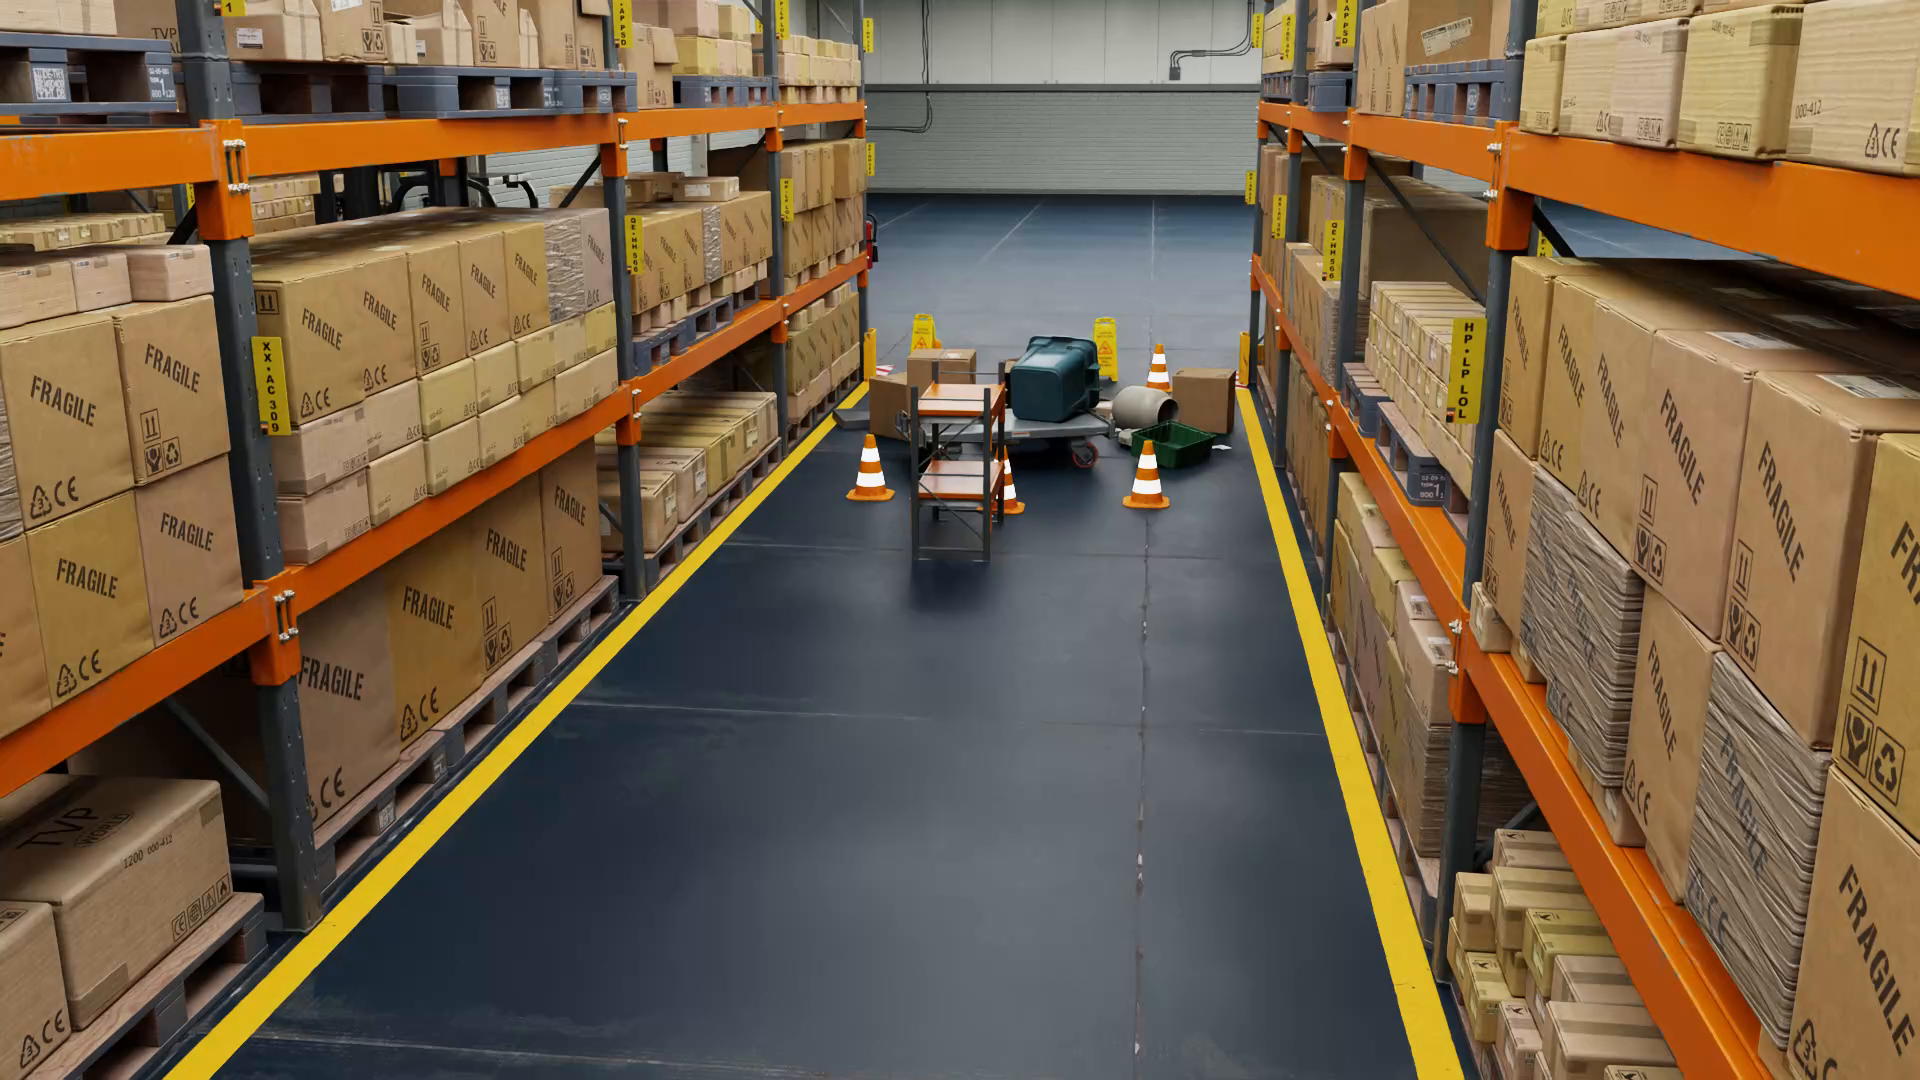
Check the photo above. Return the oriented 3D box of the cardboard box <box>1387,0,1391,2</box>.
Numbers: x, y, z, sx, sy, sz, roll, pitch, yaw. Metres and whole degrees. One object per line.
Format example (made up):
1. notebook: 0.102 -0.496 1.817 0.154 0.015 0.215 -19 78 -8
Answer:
1. cardboard box: 2.184 -2.618 7.694 0.396 0.266 0.258 2 15 6

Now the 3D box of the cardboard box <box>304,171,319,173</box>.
1. cardboard box: -6.648 -3.747 17.269 0.380 0.149 0.250 1 15 5

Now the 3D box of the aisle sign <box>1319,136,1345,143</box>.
1. aisle sign: 3.770 -4.323 16.421 0.394 0.787 0.004 2 15 6

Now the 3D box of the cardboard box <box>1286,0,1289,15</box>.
1. cardboard box: 2.795 -4.218 13.226 0.380 0.149 0.250 2 15 6

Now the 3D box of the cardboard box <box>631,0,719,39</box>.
1. cardboard box: -1.949 -3.540 11.287 0.500 0.250 0.500 2 15 7

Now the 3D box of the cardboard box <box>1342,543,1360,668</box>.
1. cardboard box: 2.175 0.327 8.190 0.500 0.500 0.500 2 15 7

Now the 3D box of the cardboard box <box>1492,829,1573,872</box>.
1. cardboard box: 1.866 1.024 5.147 0.380 0.149 0.250 2 15 9

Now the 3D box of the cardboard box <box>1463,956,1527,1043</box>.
1. cardboard box: 1.720 1.382 4.963 0.380 0.149 0.250 2 15 8

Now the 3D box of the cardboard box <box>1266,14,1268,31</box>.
1. cardboard box: 3.081 -4.879 15.668 0.380 0.149 0.250 2 15 7

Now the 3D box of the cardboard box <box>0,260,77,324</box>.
1. cardboard box: -2.713 -0.691 4.620 0.380 0.149 0.250 2 15 6

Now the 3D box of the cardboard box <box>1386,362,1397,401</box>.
1. cardboard box: 2.221 -0.745 7.847 0.380 0.149 0.250 2 15 9

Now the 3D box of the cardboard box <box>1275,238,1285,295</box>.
1. cardboard box: 3.082 -2.332 13.754 0.875 0.550 0.550 2 15 6

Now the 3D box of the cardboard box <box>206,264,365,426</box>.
1. cardboard box: -2.484 -0.702 5.904 0.500 0.500 0.500 2 15 7

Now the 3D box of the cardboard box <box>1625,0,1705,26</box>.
1. cardboard box: 1.686 -1.186 3.384 0.500 0.250 0.500 2 15 7

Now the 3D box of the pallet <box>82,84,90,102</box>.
1. pallet: -6.936 -3.412 12.654 0.805 0.209 1.217 1 15 4

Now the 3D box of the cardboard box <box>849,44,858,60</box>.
1. cardboard box: -1.210 -4.793 16.348 0.380 0.149 0.250 2 15 7

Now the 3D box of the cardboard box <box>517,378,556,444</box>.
1. cardboard box: -2.282 -0.628 8.027 0.500 0.250 0.500 2 15 6

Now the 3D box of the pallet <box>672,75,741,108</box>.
1. pallet: -2.206 -3.071 11.388 1.213 0.211 1.003 2 15 6

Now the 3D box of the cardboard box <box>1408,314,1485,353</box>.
1. cardboard box: 2.170 -0.897 7.269 0.380 0.149 0.250 2 15 8

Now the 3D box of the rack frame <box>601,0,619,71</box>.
1. rack frame: -2.368 -3.999 8.711 1.000 3.000 0.127 2 15 6

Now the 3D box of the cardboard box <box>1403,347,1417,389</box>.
1. cardboard box: 2.164 -0.755 7.314 0.380 0.149 0.250 2 15 6

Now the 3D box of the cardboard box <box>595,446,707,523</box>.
1. cardboard box: -2.219 -0.375 11.031 0.950 0.372 0.625 1 15 5

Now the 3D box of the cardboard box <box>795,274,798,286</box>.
1. cardboard box: -1.586 -2.228 14.137 0.380 0.149 0.250 2 15 6

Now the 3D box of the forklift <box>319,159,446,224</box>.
1. forklift: -4.762 -2.206 13.706 1.130 2.935 3.031 -14 21 -43

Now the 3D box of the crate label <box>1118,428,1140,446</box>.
1. crate label: 1.496 -0.859 14.078 0.298 0.136 0.250 -10 18 -32

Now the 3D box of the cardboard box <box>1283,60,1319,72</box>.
1. cardboard box: 2.792 -3.835 13.336 0.380 0.149 0.250 2 15 7

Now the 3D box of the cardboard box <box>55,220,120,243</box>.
1. cardboard box: -6.656 -2.350 12.673 0.380 0.149 0.250 1 15 5

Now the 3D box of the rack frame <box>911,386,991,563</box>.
1. rack frame: -0.058 -0.409 10.521 0.500 1.125 0.032 2 15 6

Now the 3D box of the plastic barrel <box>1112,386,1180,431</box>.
1. plastic barrel: 1.617 -1.116 14.480 0.421 0.421 0.512 -14 20 -42

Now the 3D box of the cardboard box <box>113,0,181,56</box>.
1. cardboard box: -2.929 -1.908 6.091 0.500 0.311 0.500 2 15 6

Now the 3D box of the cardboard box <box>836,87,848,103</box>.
1. cardboard box: -1.287 -4.270 15.942 0.380 0.149 0.250 2 15 8

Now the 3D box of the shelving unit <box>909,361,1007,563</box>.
1. shelving unit: -0.001 -0.541 11.009 0.538 1.125 1.048 2 15 6

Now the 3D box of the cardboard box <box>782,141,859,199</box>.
1. cardboard box: -1.326 -3.447 15.486 0.700 0.500 0.500 2 15 6

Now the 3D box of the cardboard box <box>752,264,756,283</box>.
1. cardboard box: -1.748 -2.012 12.534 0.380 0.149 0.250 1 15 5

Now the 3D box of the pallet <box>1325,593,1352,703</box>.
1. pallet: 2.472 0.566 8.666 1.003 0.211 1.213 2 15 6

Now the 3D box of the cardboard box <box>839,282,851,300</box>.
1. cardboard box: -1.271 -2.415 16.132 0.380 0.149 0.250 2 15 8

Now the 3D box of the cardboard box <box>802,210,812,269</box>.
1. cardboard box: -1.557 -2.569 14.154 0.500 0.500 0.500 2 15 6

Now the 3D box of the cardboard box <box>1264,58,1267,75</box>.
1. cardboard box: 3.079 -4.490 15.760 0.380 0.149 0.250 2 15 7

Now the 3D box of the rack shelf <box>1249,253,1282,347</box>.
1. rack shelf: 3.239 -2.192 14.900 1.077 0.370 4.000 2 15 6

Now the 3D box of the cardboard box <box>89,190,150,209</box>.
1. cardboard box: -7.113 -2.882 14.070 0.380 0.149 0.250 2 15 6

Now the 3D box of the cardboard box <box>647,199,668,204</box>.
1. cardboard box: -2.380 -2.164 11.852 0.500 0.500 0.500 2 15 6

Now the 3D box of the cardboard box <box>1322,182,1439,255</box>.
1. cardboard box: 2.849 -2.158 11.289 0.700 0.500 0.500 2 15 7

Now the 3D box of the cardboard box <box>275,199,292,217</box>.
1. cardboard box: -6.379 -3.053 15.271 0.380 0.149 0.250 1 15 4

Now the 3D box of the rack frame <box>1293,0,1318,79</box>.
1. rack frame: 3.013 -4.917 12.105 1.000 3.000 0.127 2 15 6

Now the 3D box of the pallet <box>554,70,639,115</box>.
1. pallet: -2.388 -2.291 8.503 1.213 0.211 1.003 2 15 9

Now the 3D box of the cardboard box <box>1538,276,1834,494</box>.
1. cardboard box: 1.774 -0.376 4.127 0.500 0.500 0.500 1 15 5

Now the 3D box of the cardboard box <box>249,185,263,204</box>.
1. cardboard box: -6.428 -3.065 14.746 0.380 0.149 0.250 2 15 8

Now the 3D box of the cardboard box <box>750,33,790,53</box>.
1. cardboard box: -1.557 -3.924 13.134 0.380 0.149 0.250 1 15 5

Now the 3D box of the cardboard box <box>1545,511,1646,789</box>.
1. cardboard box: 1.663 0.242 3.761 0.500 0.500 0.500 1 15 5

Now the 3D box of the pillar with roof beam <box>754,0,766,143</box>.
1. pillar with roof beam: -0.386 -12.163 38.902 9.100 9.000 0.400 2 15 6

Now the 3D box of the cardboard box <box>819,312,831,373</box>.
1. cardboard box: -1.473 -1.796 15.085 0.500 0.500 0.500 3 15 9

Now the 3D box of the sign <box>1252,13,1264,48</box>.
1. sign: 2.914 -4.984 16.275 0.100 0.325 0.005 2 15 6

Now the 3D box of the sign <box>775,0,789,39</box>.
1. sign: -1.365 -4.012 12.763 0.100 0.325 0.005 2 15 6

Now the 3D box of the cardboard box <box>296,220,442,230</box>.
1. cardboard box: -2.787 -1.250 7.932 0.500 0.500 0.500 2 15 8

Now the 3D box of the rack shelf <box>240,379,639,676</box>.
1. rack shelf: -2.594 -0.237 7.669 1.077 0.370 4.000 2 15 6

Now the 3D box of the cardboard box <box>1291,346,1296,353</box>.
1. cardboard box: 3.154 -1.359 13.706 0.875 0.875 0.875 2 15 7

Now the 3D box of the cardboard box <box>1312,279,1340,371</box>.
1. cardboard box: 2.403 -1.285 9.978 0.500 0.500 0.500 2 15 6
